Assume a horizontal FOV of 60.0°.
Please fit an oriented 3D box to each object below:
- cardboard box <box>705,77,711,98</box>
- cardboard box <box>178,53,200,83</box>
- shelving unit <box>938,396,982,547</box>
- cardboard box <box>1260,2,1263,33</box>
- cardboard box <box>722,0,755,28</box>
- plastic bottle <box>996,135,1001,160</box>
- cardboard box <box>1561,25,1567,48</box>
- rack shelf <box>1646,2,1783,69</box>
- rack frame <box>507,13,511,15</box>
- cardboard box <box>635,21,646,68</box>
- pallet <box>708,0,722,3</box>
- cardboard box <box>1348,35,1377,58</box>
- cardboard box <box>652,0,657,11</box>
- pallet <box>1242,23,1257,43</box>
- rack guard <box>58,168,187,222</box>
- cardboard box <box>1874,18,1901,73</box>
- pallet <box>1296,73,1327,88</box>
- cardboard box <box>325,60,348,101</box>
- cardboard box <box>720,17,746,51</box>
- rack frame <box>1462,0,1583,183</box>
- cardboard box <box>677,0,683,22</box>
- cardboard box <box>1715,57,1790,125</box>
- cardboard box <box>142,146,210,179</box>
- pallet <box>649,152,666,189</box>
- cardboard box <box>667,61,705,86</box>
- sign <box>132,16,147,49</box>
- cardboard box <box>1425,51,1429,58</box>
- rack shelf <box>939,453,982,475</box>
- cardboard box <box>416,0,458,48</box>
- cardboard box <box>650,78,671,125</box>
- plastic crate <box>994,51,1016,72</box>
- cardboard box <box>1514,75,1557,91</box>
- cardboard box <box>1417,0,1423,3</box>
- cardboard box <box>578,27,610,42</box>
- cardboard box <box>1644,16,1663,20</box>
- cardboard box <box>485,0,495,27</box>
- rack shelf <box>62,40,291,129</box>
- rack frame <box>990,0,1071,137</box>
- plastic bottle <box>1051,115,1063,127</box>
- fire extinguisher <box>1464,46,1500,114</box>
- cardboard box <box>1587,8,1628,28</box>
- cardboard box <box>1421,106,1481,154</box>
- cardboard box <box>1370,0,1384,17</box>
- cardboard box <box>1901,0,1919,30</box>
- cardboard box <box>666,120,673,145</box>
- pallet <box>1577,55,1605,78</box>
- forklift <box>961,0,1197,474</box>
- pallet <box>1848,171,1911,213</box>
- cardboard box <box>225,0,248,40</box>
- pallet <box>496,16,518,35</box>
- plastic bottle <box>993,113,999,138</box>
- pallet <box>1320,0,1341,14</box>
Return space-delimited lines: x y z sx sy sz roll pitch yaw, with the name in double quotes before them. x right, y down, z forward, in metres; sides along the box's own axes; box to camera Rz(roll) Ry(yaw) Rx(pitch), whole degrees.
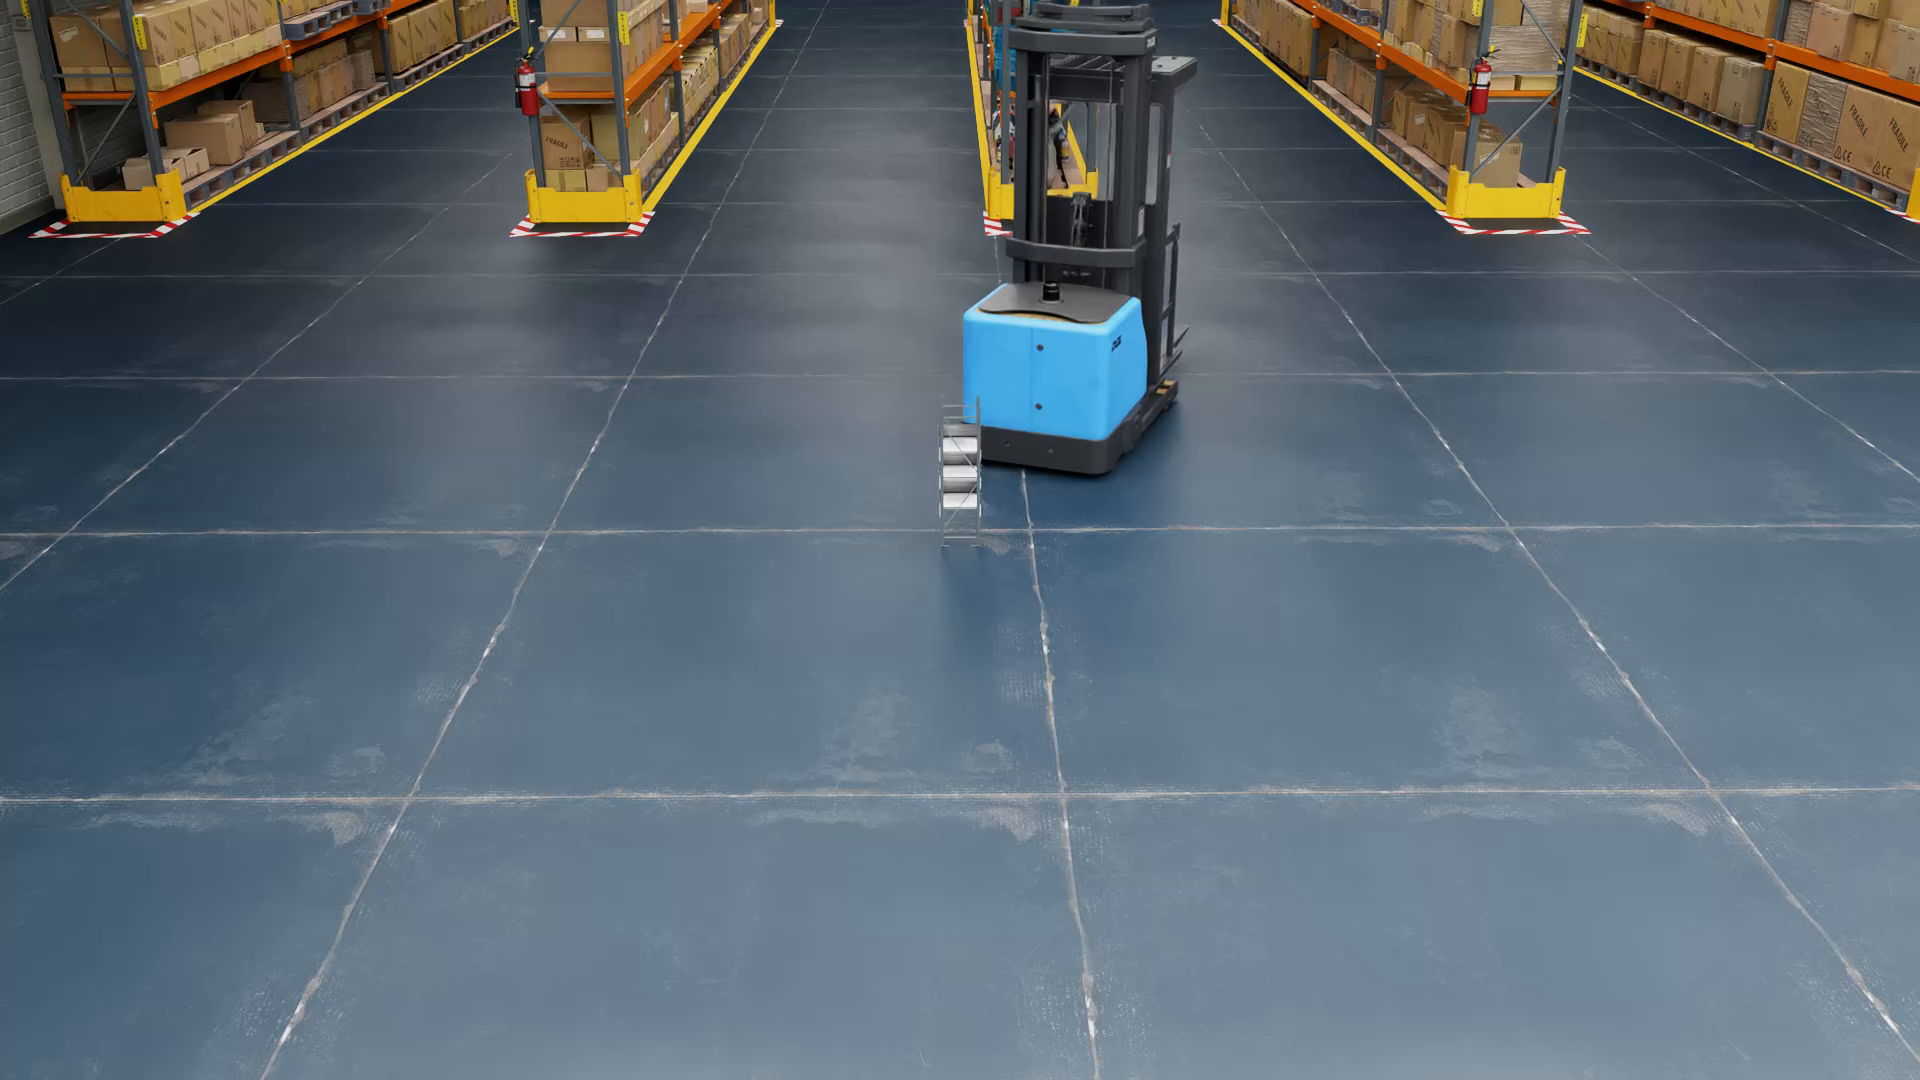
"cardboard box" -3.843 -6.434 23.663 0.500 0.250 0.500 0 24 1
"cardboard box" -8.678 -5.168 18.194 0.500 0.250 0.500 -1 24 -2
"shelving unit" 0.000 -0.413 10.072 0.258 0.900 0.210 0 24 -1
"cardboard box" 5.831 -9.318 29.281 0.875 0.875 0.875 0 24 -1
"cardboard box" -4.173 -9.616 30.368 0.797 0.503 0.637 0 24 -1
"plastic bottle" 0.459 -4.621 19.589 0.061 0.283 0.133 0 24 1
"cardboard box" 10.462 -8.550 28.037 0.500 0.500 0.500 1 24 1
"rack shelf" 10.785 -7.003 22.966 1.077 0.370 4.000 0 24 -1
"rack frame" -9.144 -11.404 31.824 1.000 3.000 0.127 0 24 -1
"cardboard box" -4.028 -5.710 19.115 0.700 0.500 0.500 0 24 1
"pallet" -4.181 -8.323 25.244 1.213 0.211 1.003 0 24 -1
"cardboard box" 5.855 -7.083 23.860 0.500 0.250 0.500 2 24 5
"cardboard box" -3.833 -6.395 19.841 0.380 0.149 0.250 0 24 -1
"pallet" 5.812 -9.369 30.710 1.003 0.211 1.213 0 24 -1
"rack guard" -8.971 -3.703 17.831 1.175 0.500 0.348 0 24 -1
"cardboard box" 10.892 -5.537 18.671 0.875 0.550 0.550 0 24 -1
"pallet" 5.869 -7.229 25.977 1.003 0.211 1.213 0 24 -1
"cardboard box" -9.074 -6.455 23.381 0.700 0.500 0.500 0 24 -1
"cardboard box" -3.858 -8.435 27.760 0.500 0.500 0.500 0 24 0
"rack frame" 5.889 -4.877 17.394 1.000 3.000 0.127 0 24 -1
"cardboard box" -4.063 -7.268 22.559 0.500 0.500 0.500 0 24 0
"cardboard box" 10.710 -5.928 21.938 1.050 0.750 0.750 0 24 -1
"cardboard box" -8.894 -4.306 18.861 0.500 0.311 0.500 2 24 4
"pallet" -4.077 -4.380 19.679 1.003 0.211 1.213 0 24 -1
"cardboard box" -3.834 -6.482 23.088 0.500 0.311 0.500 0 24 1
"sign" -8.427 -5.208 17.074 0.100 0.325 0.005 0 24 -1
"cardboard box" 5.625 -5.600 19.298 0.380 0.149 0.250 0 24 -1
"rack shelf" 0.000 -0.465 10.049 0.258 0.077 0.200 0 24 -1
"cardboard box" -8.964 -8.700 27.945 0.750 0.750 0.750 0 24 0
"cardboard box" -3.843 -5.367 20.393 0.500 0.500 0.500 0 24 -1
"plastic crate" 0.631 -5.260 18.420 0.499 0.251 0.408 0 24 -1
"cardboard box" 6.125 -4.882 17.708 0.380 0.149 0.250 0 24 -1
"cardboard box" 5.608 -6.564 19.427 0.500 0.500 0.500 0 24 -1
"cardboard box" -3.805 -5.338 17.505 0.380 0.149 0.250 0 24 -1
"cardboard box" 10.992 -8.043 26.007 0.500 0.250 0.500 -1 24 -1
"cardboard box" -9.025 -9.755 30.702 0.700 0.500 0.500 -1 24 -2
"rack shelf" -8.992 -5.307 19.217 1.077 0.370 4.000 0 24 -1
"rack frame" 0.893 -6.503 20.989 1.000 3.000 0.127 0 24 -1
"plastic bottle" 1.194 -5.021 20.392 0.144 0.351 0.185 0 24 -1
"fire extinguisher" 5.430 -4.793 17.301 0.296 0.674 0.183 0 24 -1
"cardboard box" 10.472 -8.462 26.933 0.500 0.250 0.500 1 24 1
"cardboard box" 5.909 -4.922 20.016 0.500 0.500 0.500 -2 24 -5
"cardboard box" 5.977 -7.318 21.554 1.000 1.000 1.000 0 24 0
"cardboard box" 10.786 -5.798 17.937 0.875 0.550 0.550 0 24 -1
"cardboard box" -3.841 -5.025 20.548 0.500 0.250 0.500 0 24 -1
"pallet" 10.745 -7.708 27.036 1.003 0.211 1.213 0 24 -1
"forklift" 1.007 -2.352 11.893 1.130 2.935 3.031 9 26 19
"pallet" 10.763 -3.917 18.654 1.003 0.211 1.213 0 24 -1
"cardboard box" -8.693 -6.135 19.422 0.500 0.500 0.500 -1 24 -2
"pallet" -9.057 -9.804 31.671 1.003 0.211 1.213 0 24 -1
"plastic bottle" 0.487 -5.162 20.705 0.144 0.351 0.185 0 24 1
"pallet" 5.916 -7.793 24.074 1.213 0.211 1.003 0 24 -1
